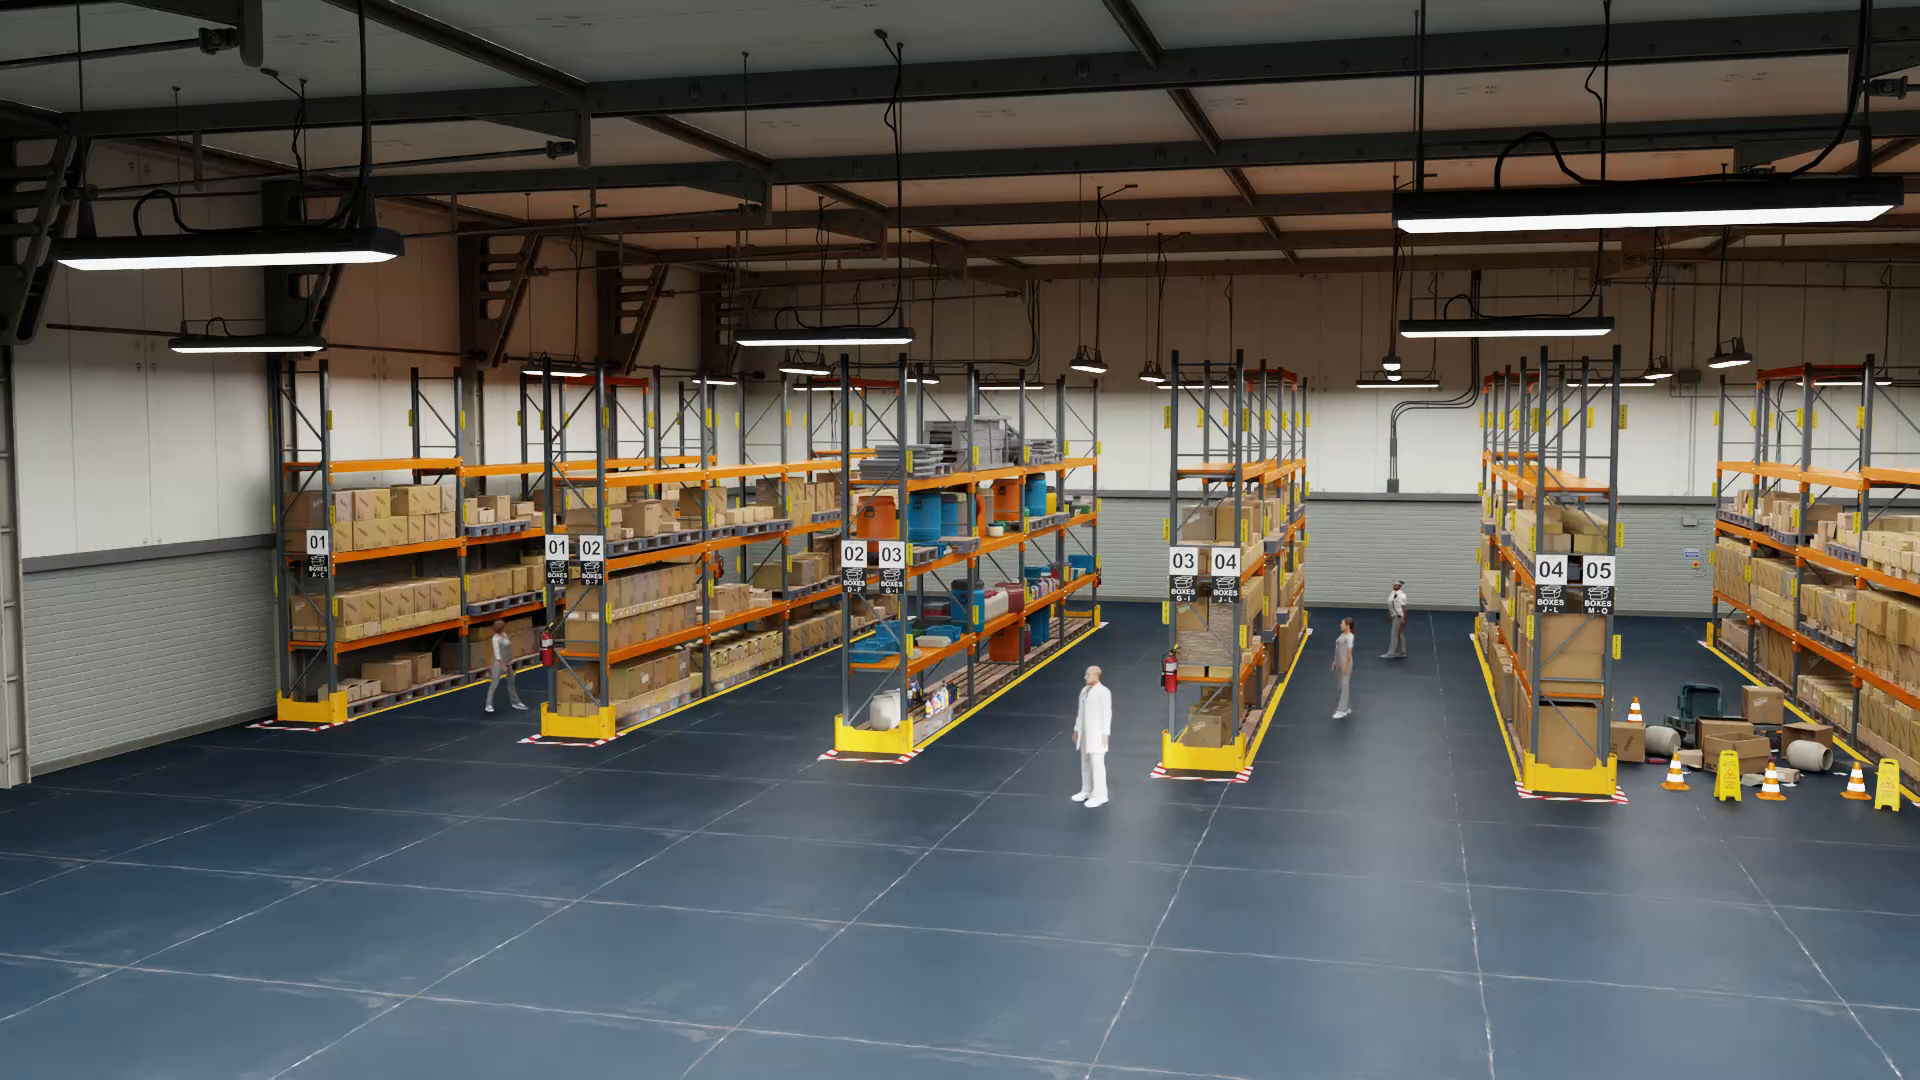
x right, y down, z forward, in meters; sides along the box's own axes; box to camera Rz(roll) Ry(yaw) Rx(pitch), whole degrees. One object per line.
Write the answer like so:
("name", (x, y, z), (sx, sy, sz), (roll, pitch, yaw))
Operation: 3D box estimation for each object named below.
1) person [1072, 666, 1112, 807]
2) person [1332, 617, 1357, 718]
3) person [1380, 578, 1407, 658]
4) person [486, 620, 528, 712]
("person", (1.693, 2.552, 21.775), (0.395, 1.808, 0.626), (-2, 5, -29))
("person", (6.476, 2.151, 28.208), (0.527, 1.687, 0.457), (-2, 4, -24))
("person", (9.144, 1.640, 35.083), (0.608, 1.676, 0.469), (0, 4, 0))
("person", (-7.866, 2.162, 28.679), (0.566, 1.596, 0.602), (2, 4, 23))
